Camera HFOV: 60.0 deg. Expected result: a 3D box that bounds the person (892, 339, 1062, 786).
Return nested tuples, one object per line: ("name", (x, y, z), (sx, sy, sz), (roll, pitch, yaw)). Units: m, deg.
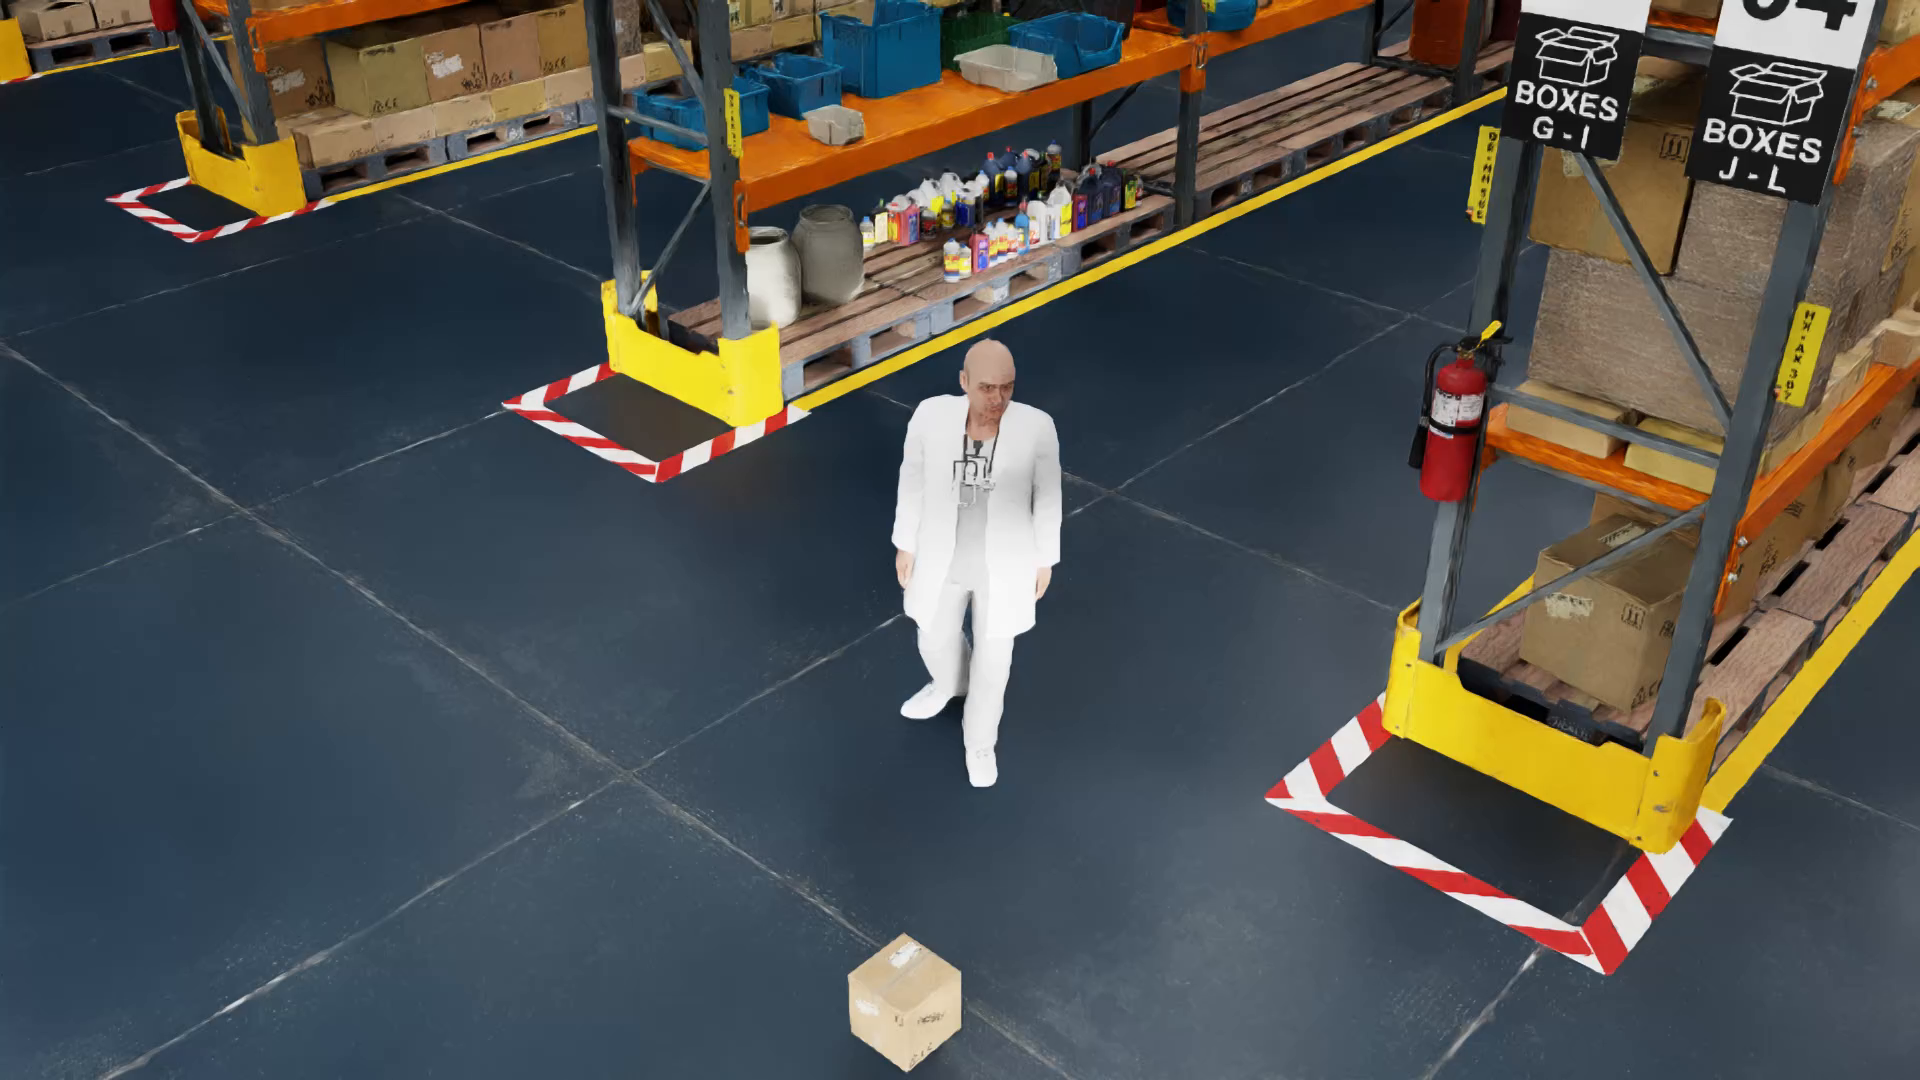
("person", (0.062, 0.034, 6.091), (0.619, 1.769, 0.616), (5, 31, 8))
